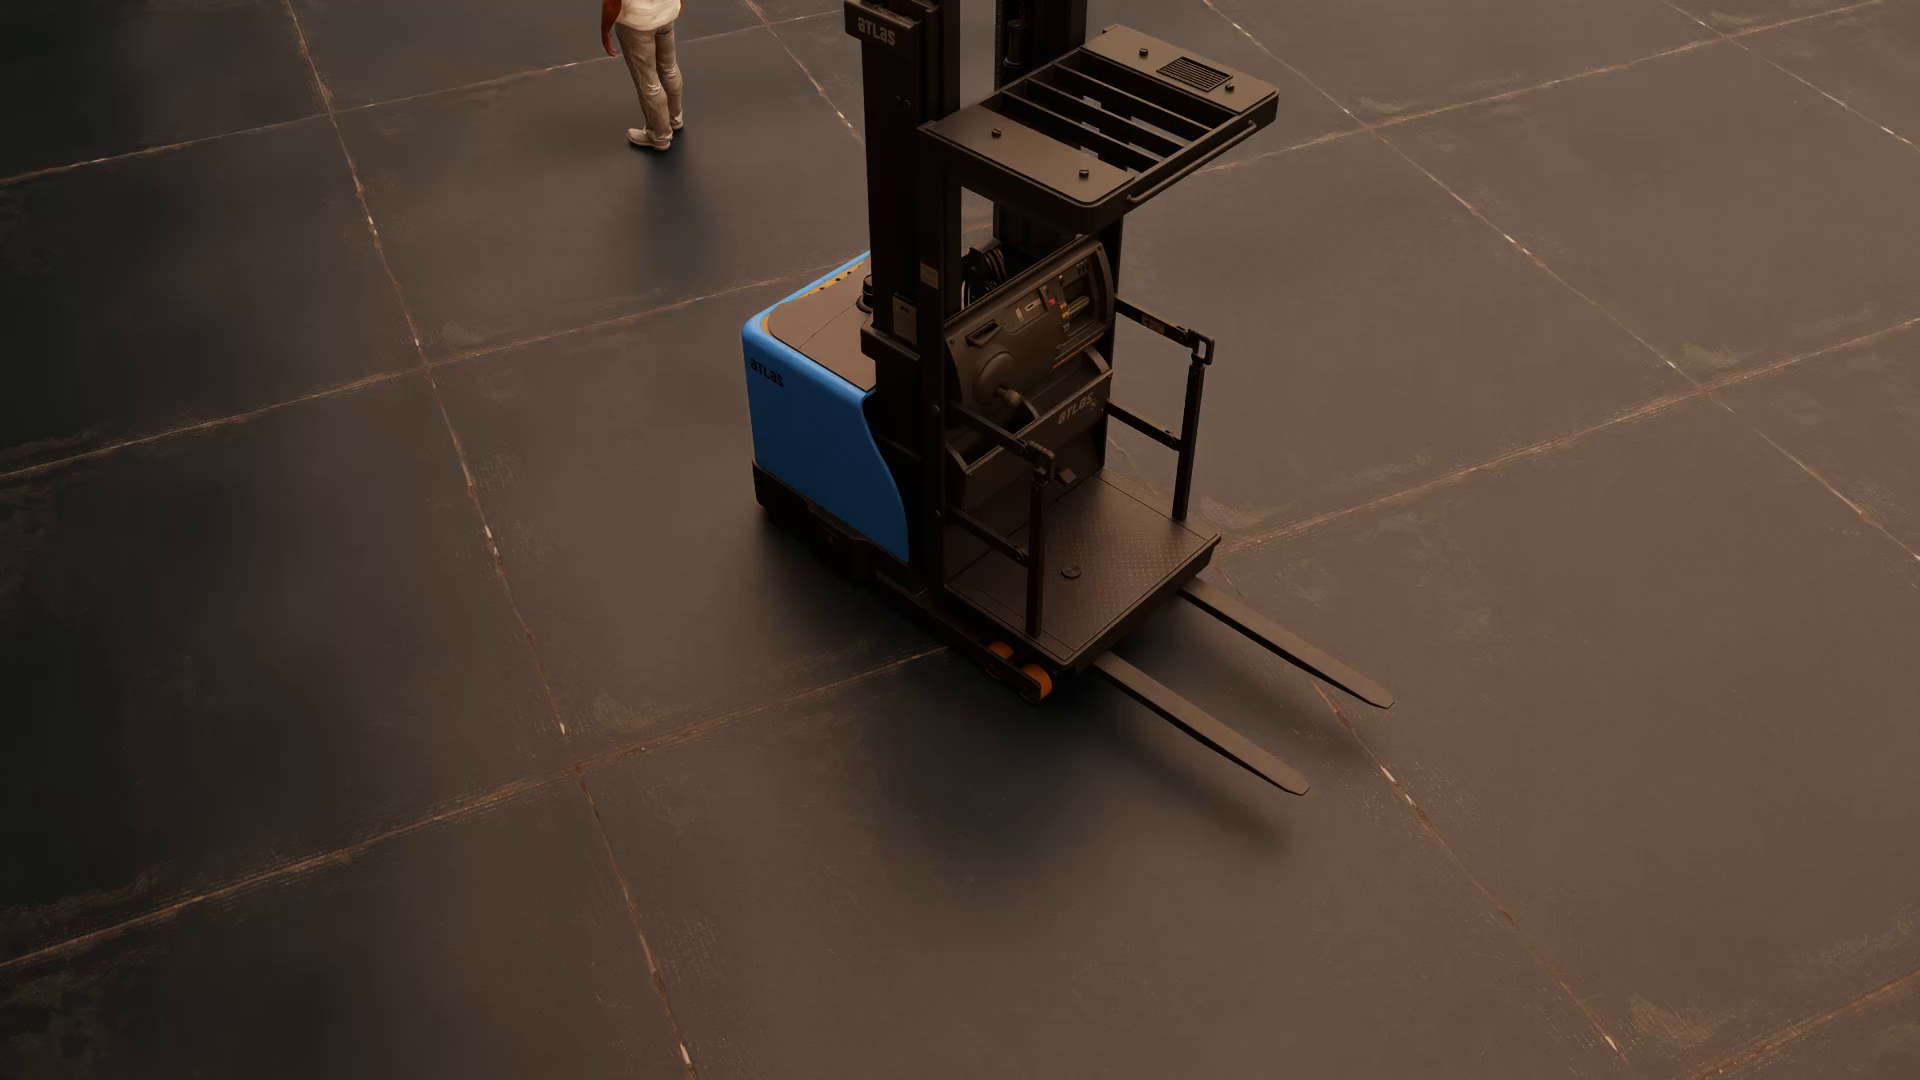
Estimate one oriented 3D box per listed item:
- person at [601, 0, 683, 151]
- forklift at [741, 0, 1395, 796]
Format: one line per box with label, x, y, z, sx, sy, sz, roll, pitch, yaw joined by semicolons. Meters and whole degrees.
person;-1.926;-3.160;9.909;0.577;1.765;0.666;27;49;26
forklift;0.445;-0.788;6.525;3.031;2.935;1.130;32;52;30
